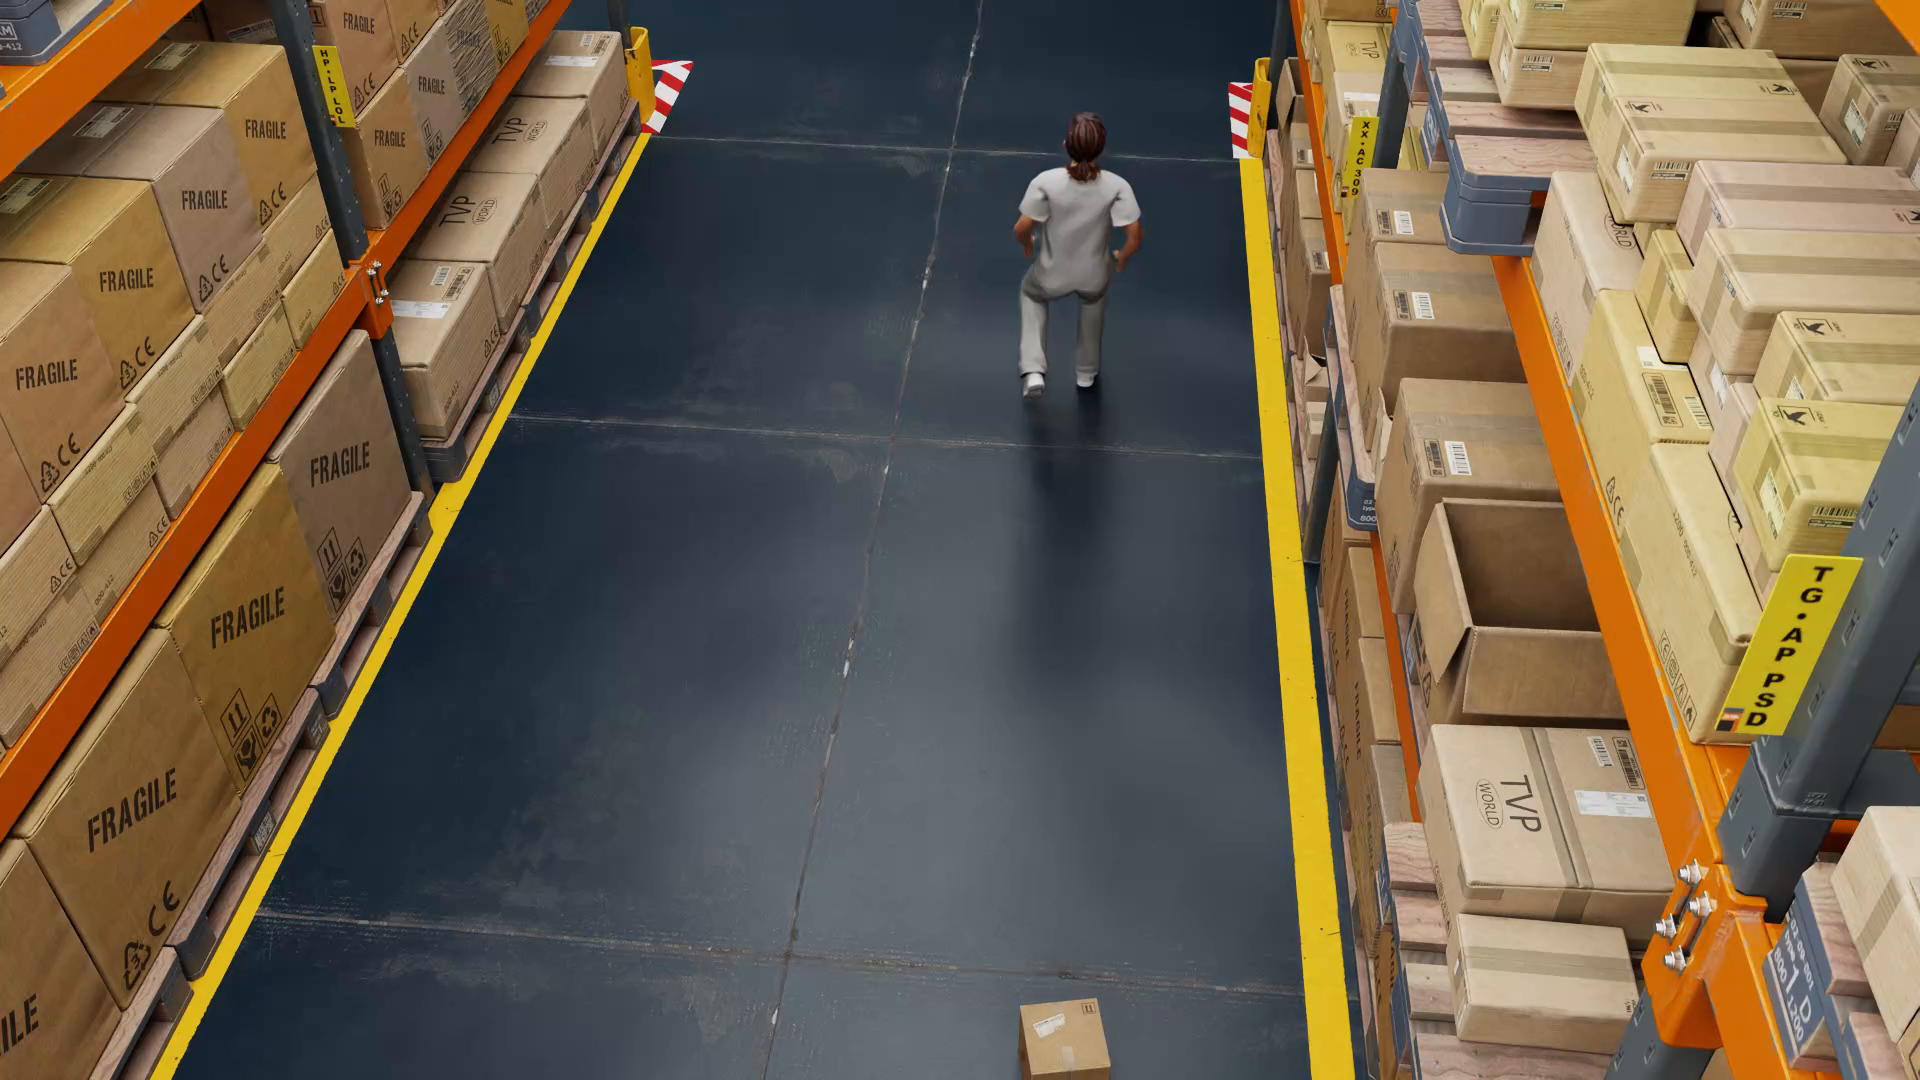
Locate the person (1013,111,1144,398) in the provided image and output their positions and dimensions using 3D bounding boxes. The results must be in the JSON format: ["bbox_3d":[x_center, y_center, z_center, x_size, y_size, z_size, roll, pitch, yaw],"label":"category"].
[{"bbox_3d":[0.524,-1.345,7.806,0.585,1.562,0.625,-2,40,-2],"label":"person"}]
